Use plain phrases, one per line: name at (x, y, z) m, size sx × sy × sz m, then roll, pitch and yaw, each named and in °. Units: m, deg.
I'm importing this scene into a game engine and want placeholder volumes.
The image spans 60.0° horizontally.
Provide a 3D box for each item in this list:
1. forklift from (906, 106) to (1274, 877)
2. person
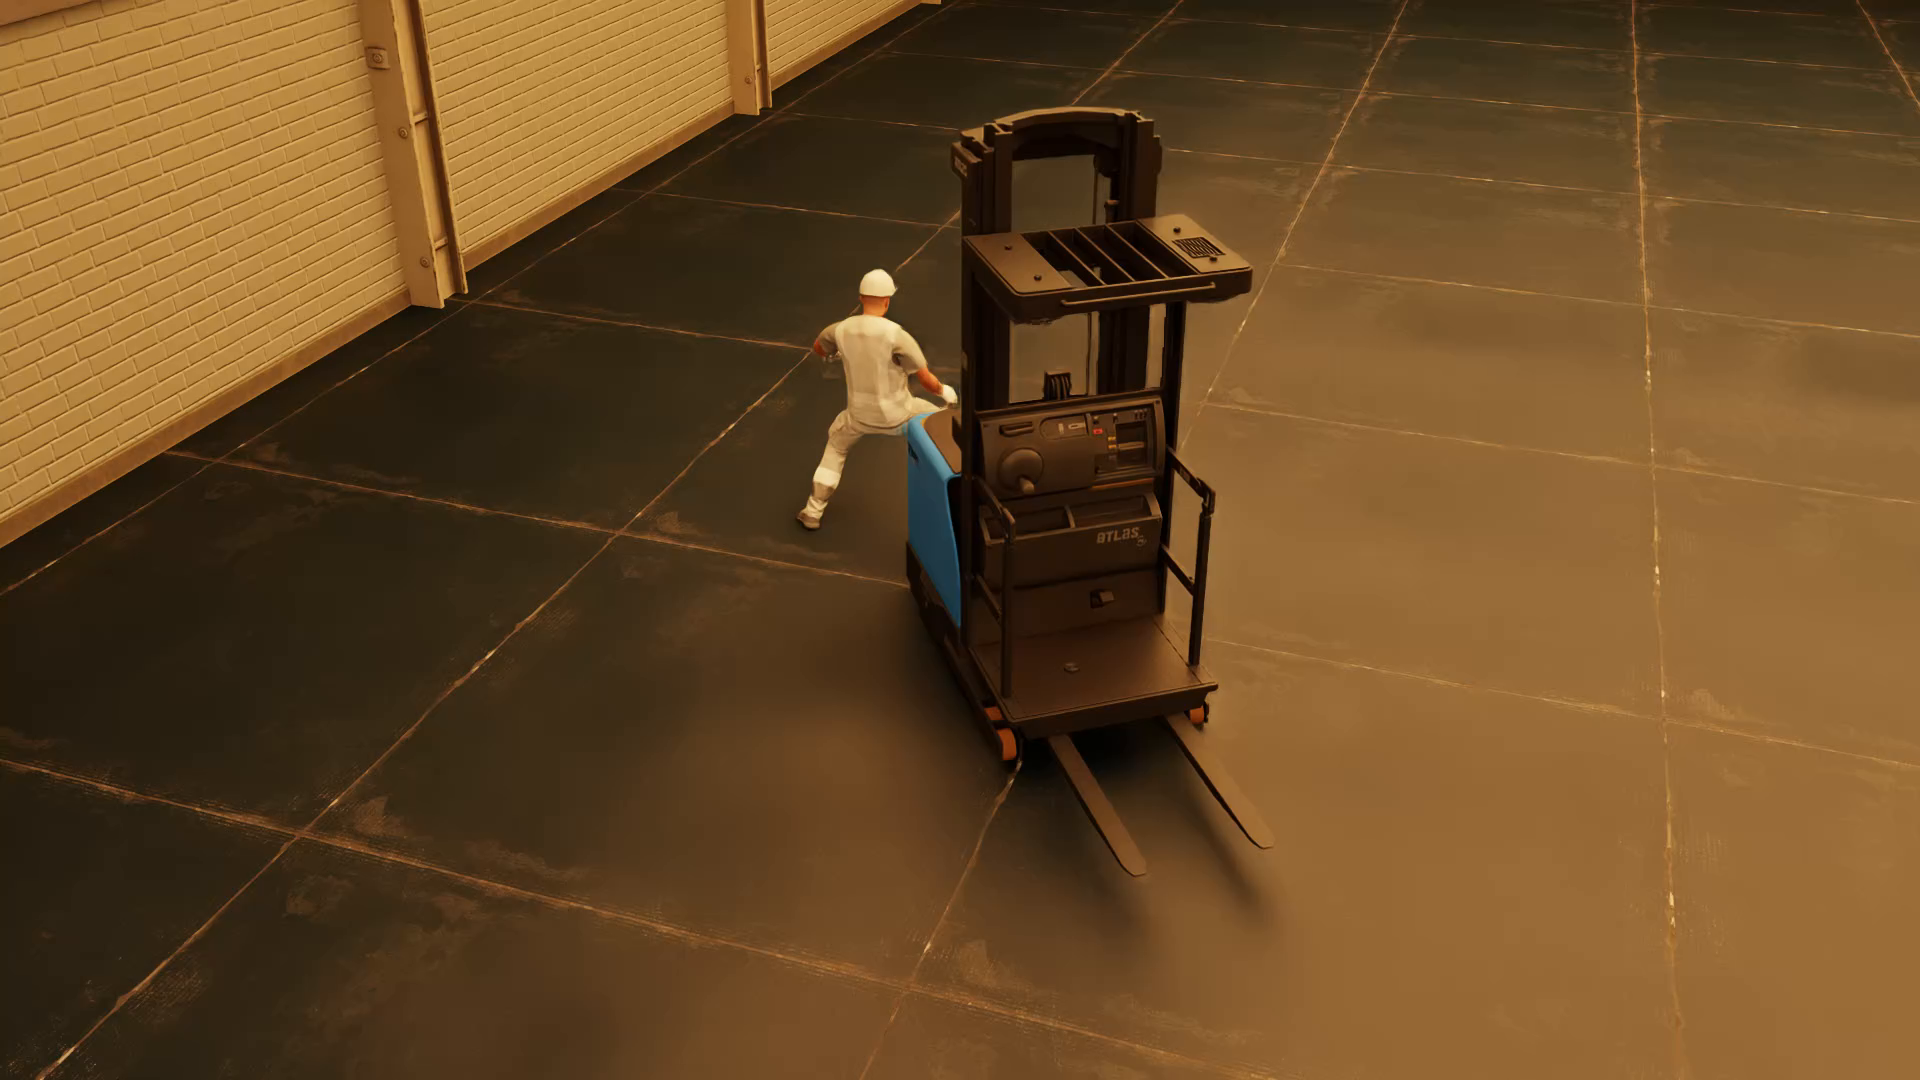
forklift at (0.614, -0.404, 7.846) m, size 1.130 × 2.935 × 3.031 m, roll -9°, pitch 31°, yaw -15°
person at (-0.479, -0.880, 10.060) m, size 1.020 × 1.628 × 0.929 m, roll 14°, pitch 32°, yaw 23°
